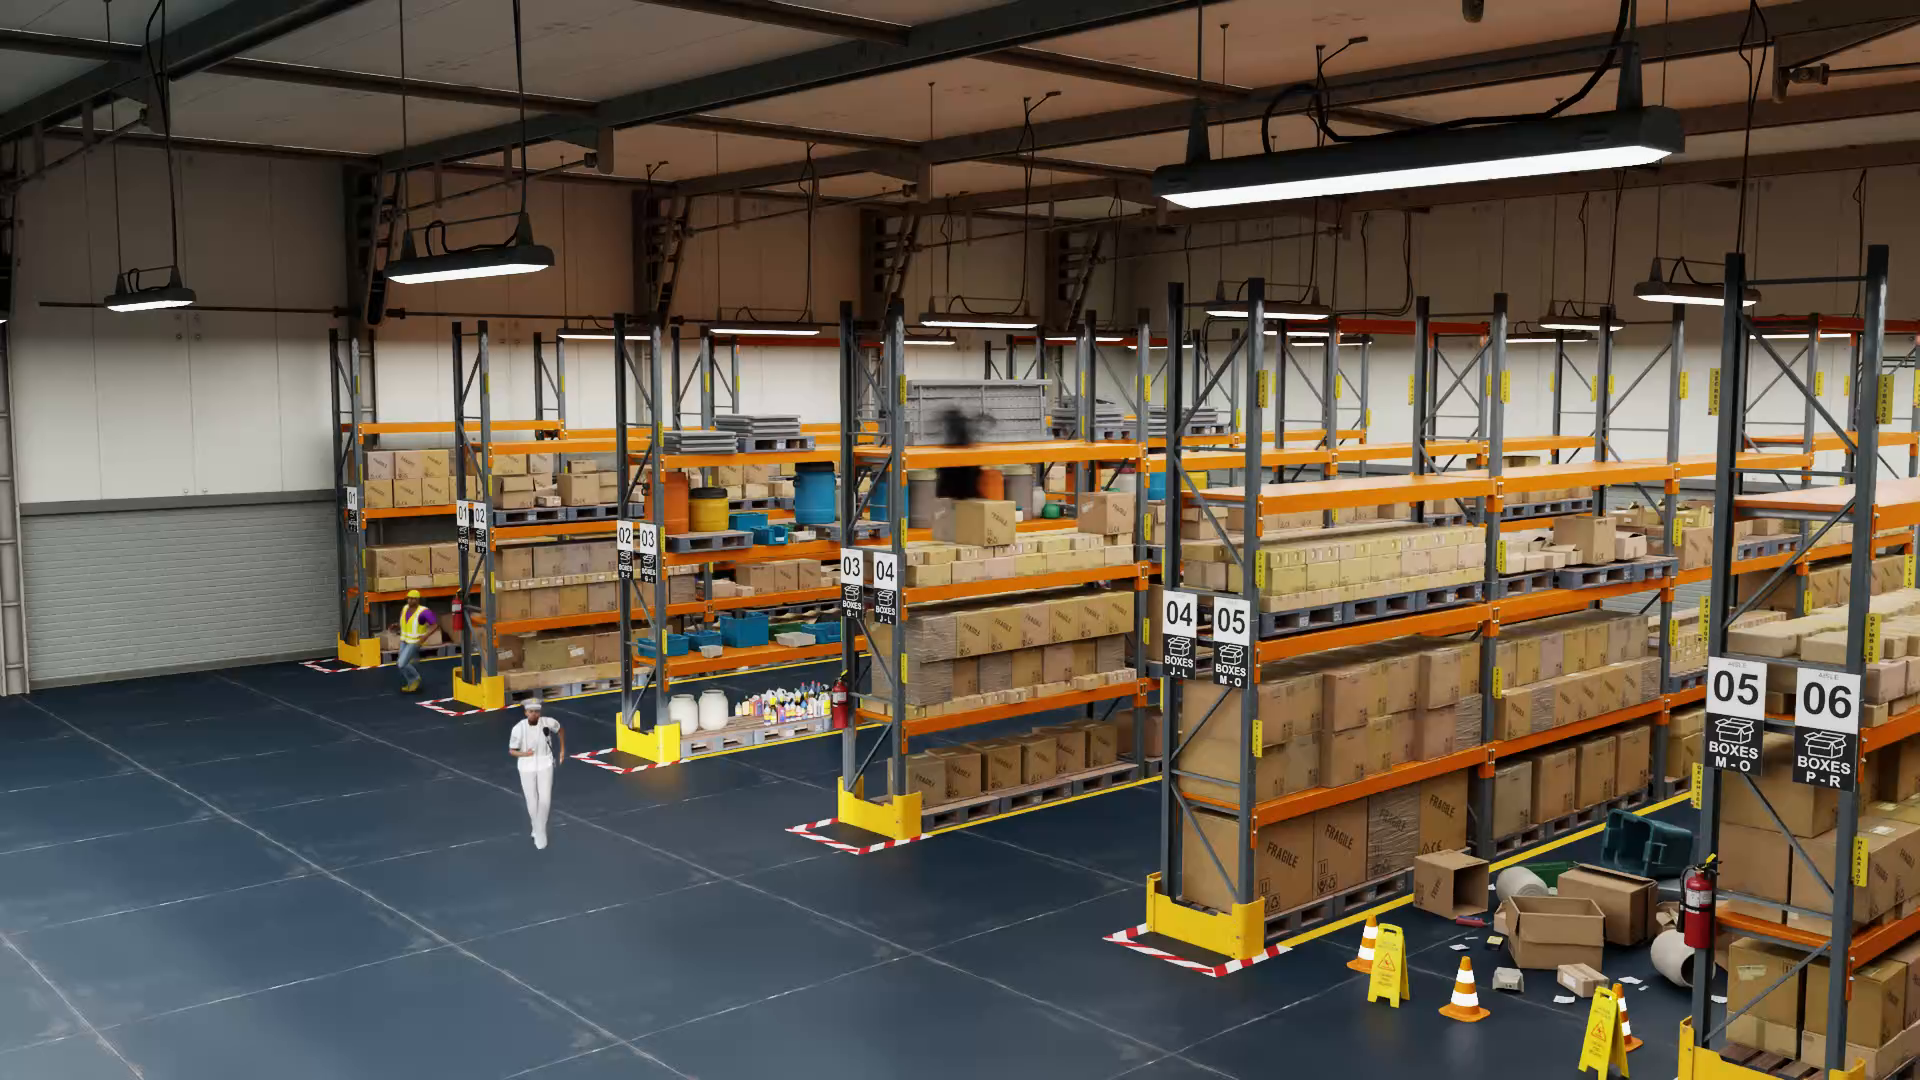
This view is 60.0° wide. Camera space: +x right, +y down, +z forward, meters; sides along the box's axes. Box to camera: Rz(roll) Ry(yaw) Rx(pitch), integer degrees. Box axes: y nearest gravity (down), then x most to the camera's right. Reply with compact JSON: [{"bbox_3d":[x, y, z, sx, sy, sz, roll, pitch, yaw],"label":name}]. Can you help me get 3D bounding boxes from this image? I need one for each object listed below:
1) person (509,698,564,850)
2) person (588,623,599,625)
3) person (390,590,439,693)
[{"bbox_3d":[-4.630,2.530,18.235,0.602,1.688,0.805,-2,6,-17],"label":"person"},{"bbox_3d":[-6.494,1.407,29.649,0.913,1.622,0.581,-5,7,-39],"label":"person"},{"bbox_3d":[-8.904,1.651,26.977,0.703,1.708,0.598,4,7,33],"label":"person"}]
